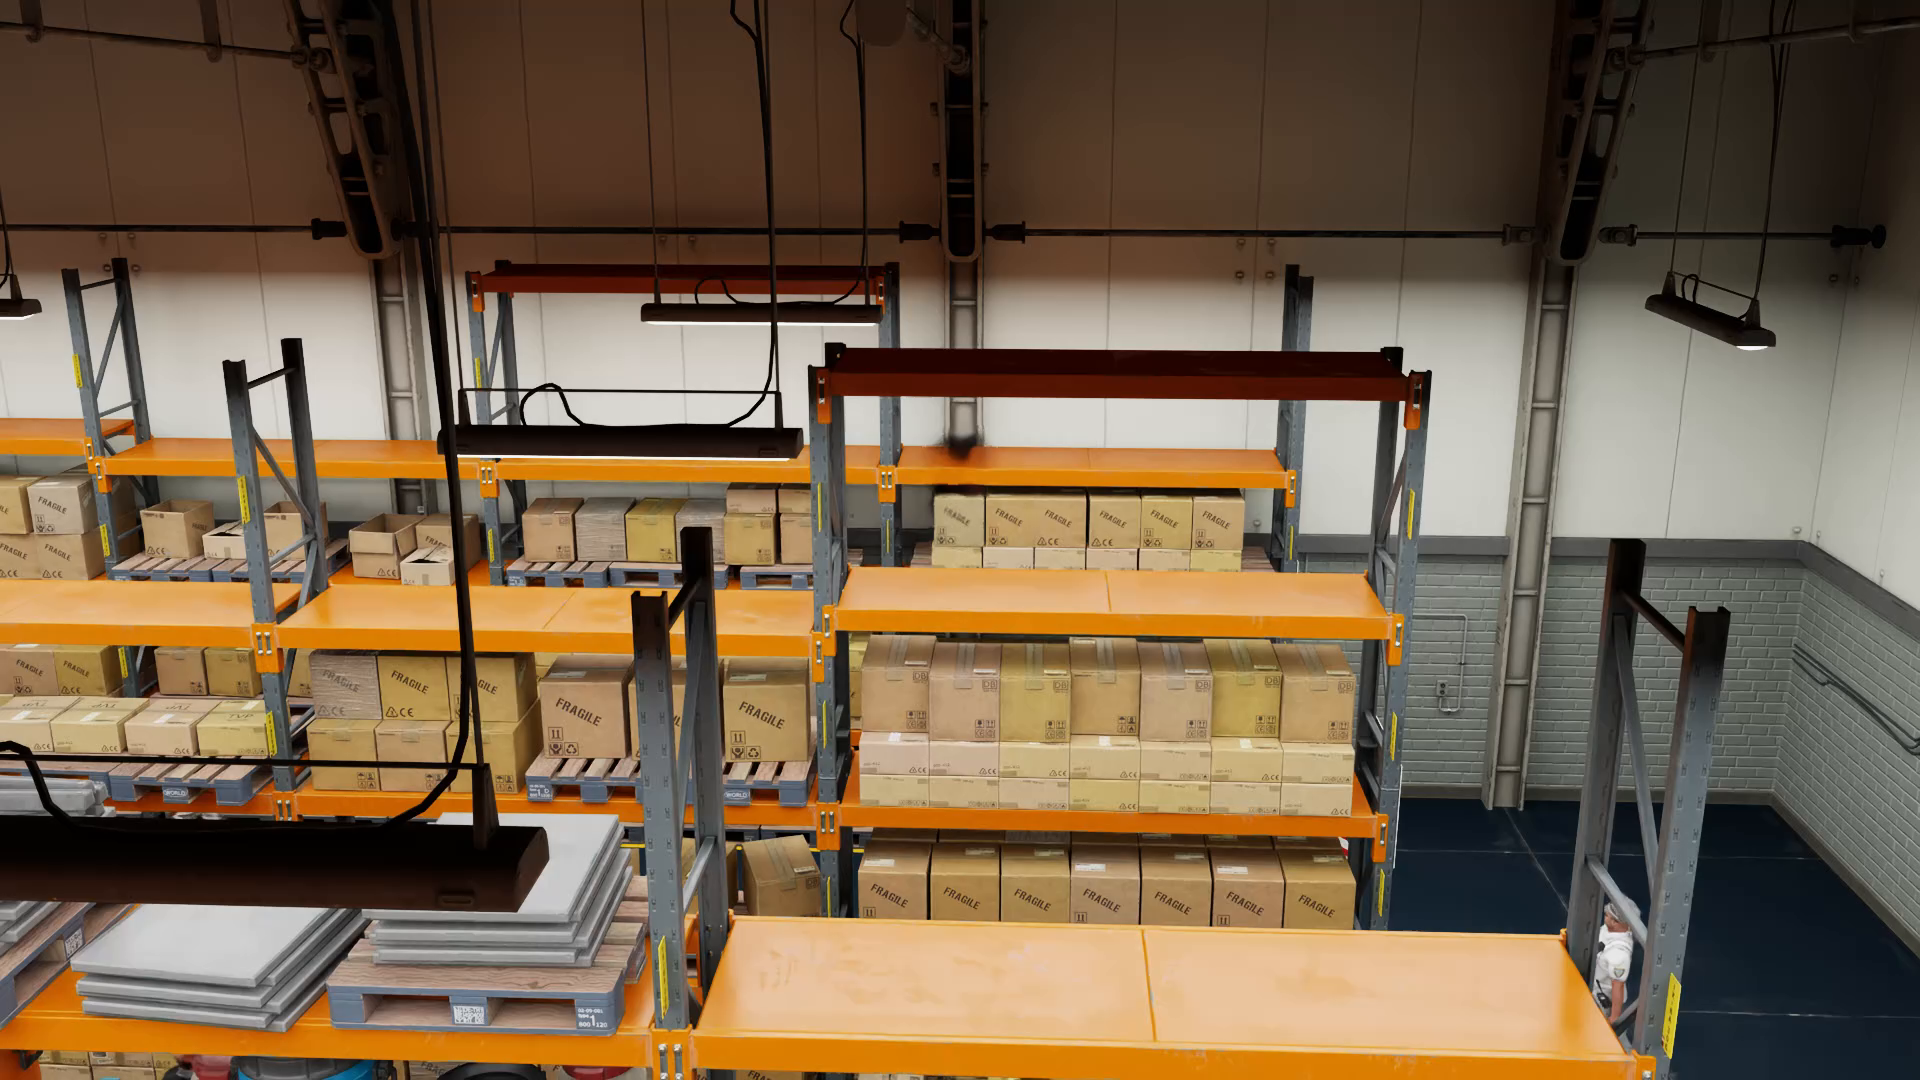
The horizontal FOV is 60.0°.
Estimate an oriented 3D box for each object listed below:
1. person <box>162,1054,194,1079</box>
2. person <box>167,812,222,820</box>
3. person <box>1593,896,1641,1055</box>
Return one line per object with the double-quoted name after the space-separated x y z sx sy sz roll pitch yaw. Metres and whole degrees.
-5.048 4.106 11.432 0.547 1.716 0.633 13 21 39 "person"
-7.533 2.637 16.276 0.470 1.780 0.555 13 21 38 "person"
5.003 3.572 13.226 1.048 1.708 0.597 2 16 6 "person"
